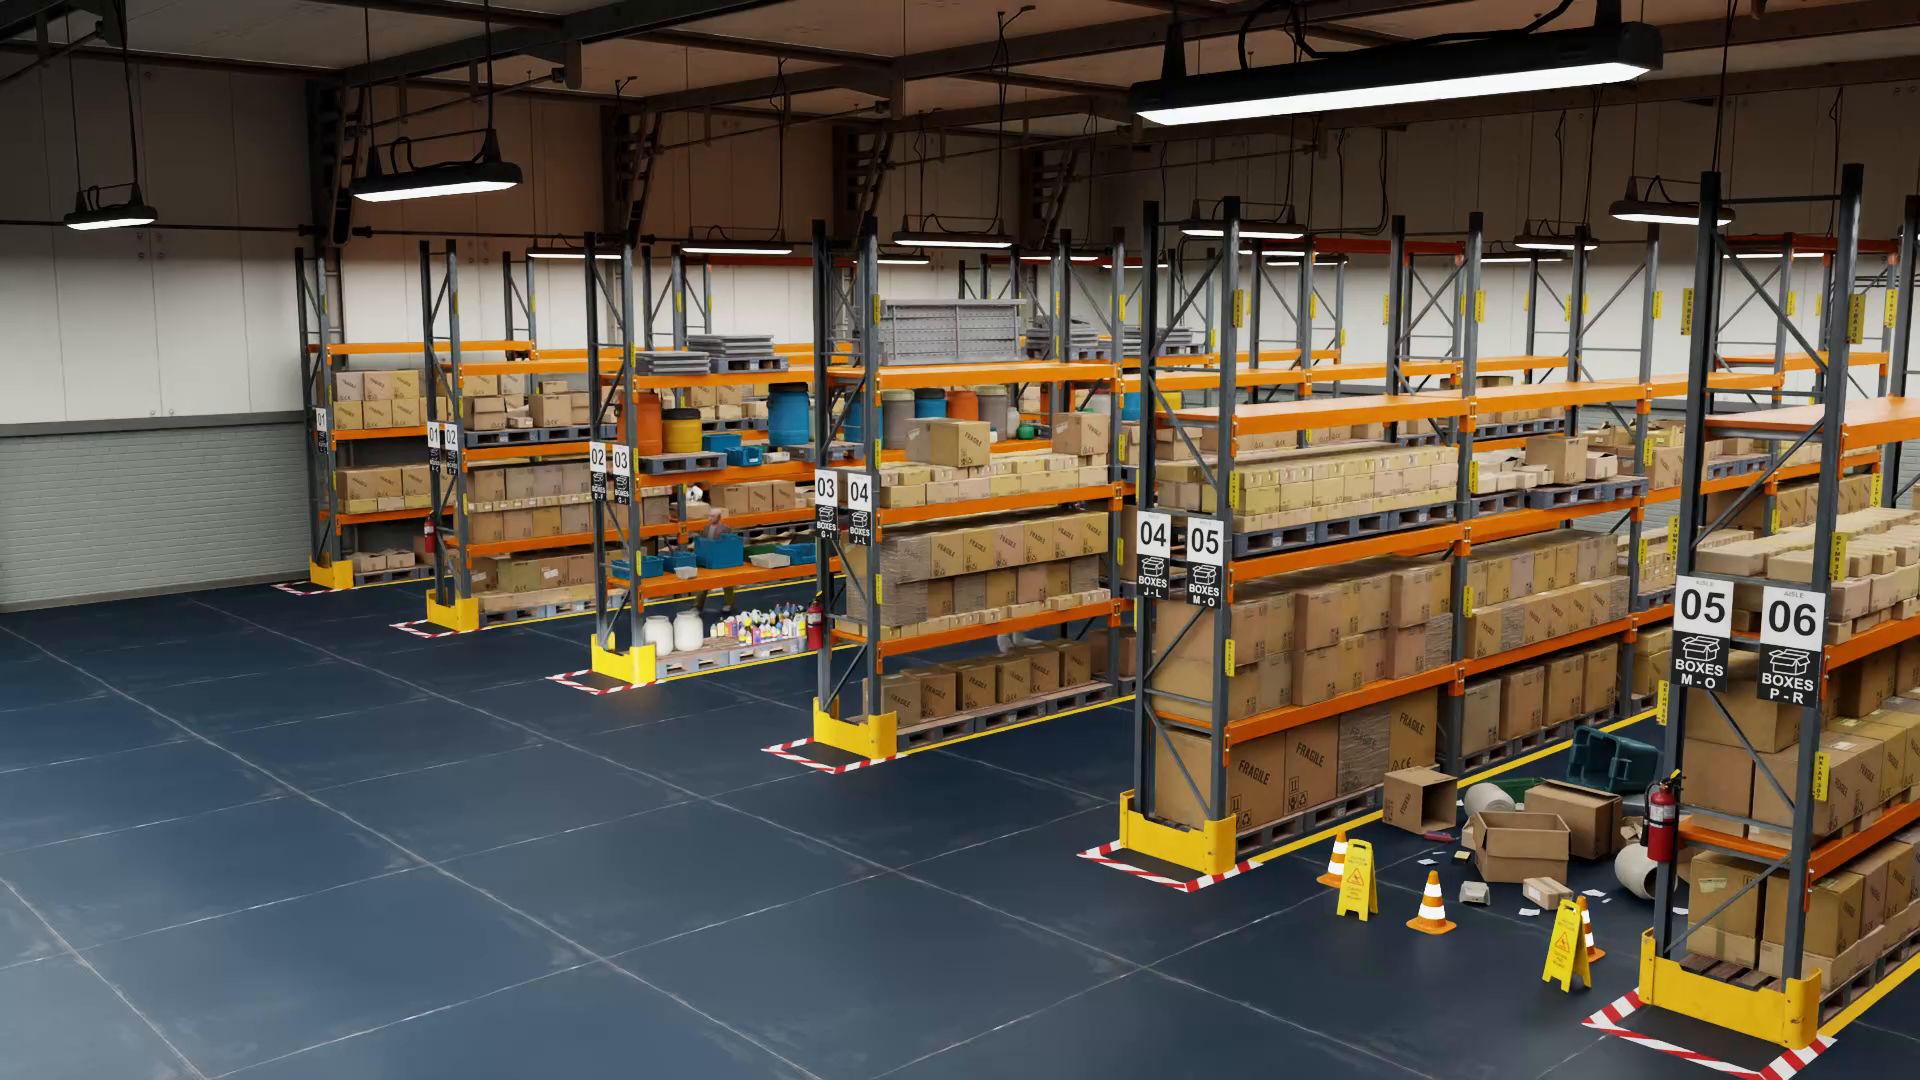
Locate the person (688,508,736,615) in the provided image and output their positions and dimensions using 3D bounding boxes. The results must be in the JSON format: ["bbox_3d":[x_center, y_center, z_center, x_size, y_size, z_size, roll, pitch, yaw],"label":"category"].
[{"bbox_3d":[-3.981,0.406,26.867,0.600,1.622,1.105,3,9,18],"label":"person"}]

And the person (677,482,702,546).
[{"bbox_3d":[-5.330,-0.490,32.951,0.499,1.628,0.934,6,10,36],"label":"person"}]

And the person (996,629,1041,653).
[{"bbox_3d":[0.855,0.977,22.990,0.840,1.694,0.624,-3,9,-21],"label":"person"}]
